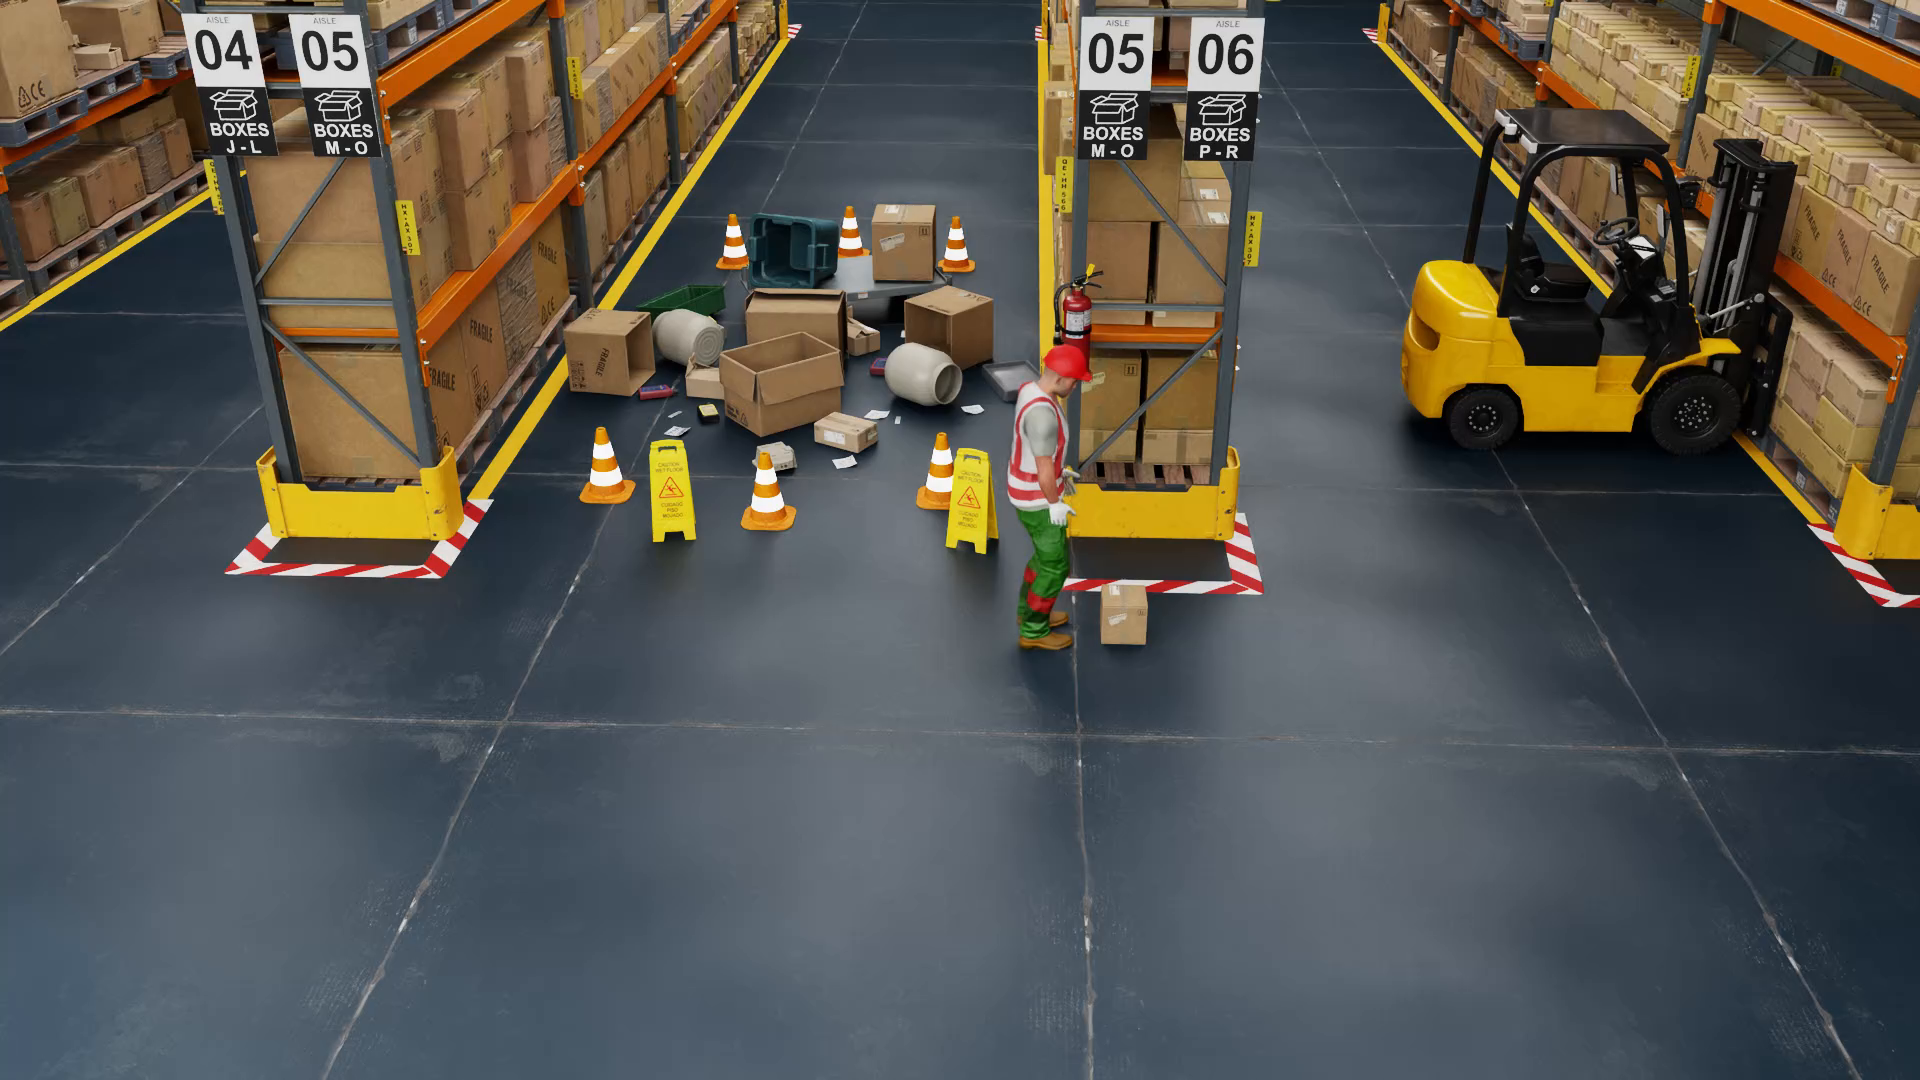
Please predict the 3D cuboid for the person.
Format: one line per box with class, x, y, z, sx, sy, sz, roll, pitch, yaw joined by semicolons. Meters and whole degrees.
person;0.479;-0.251;9.124;0.443;1.744;0.541;0;28;1
